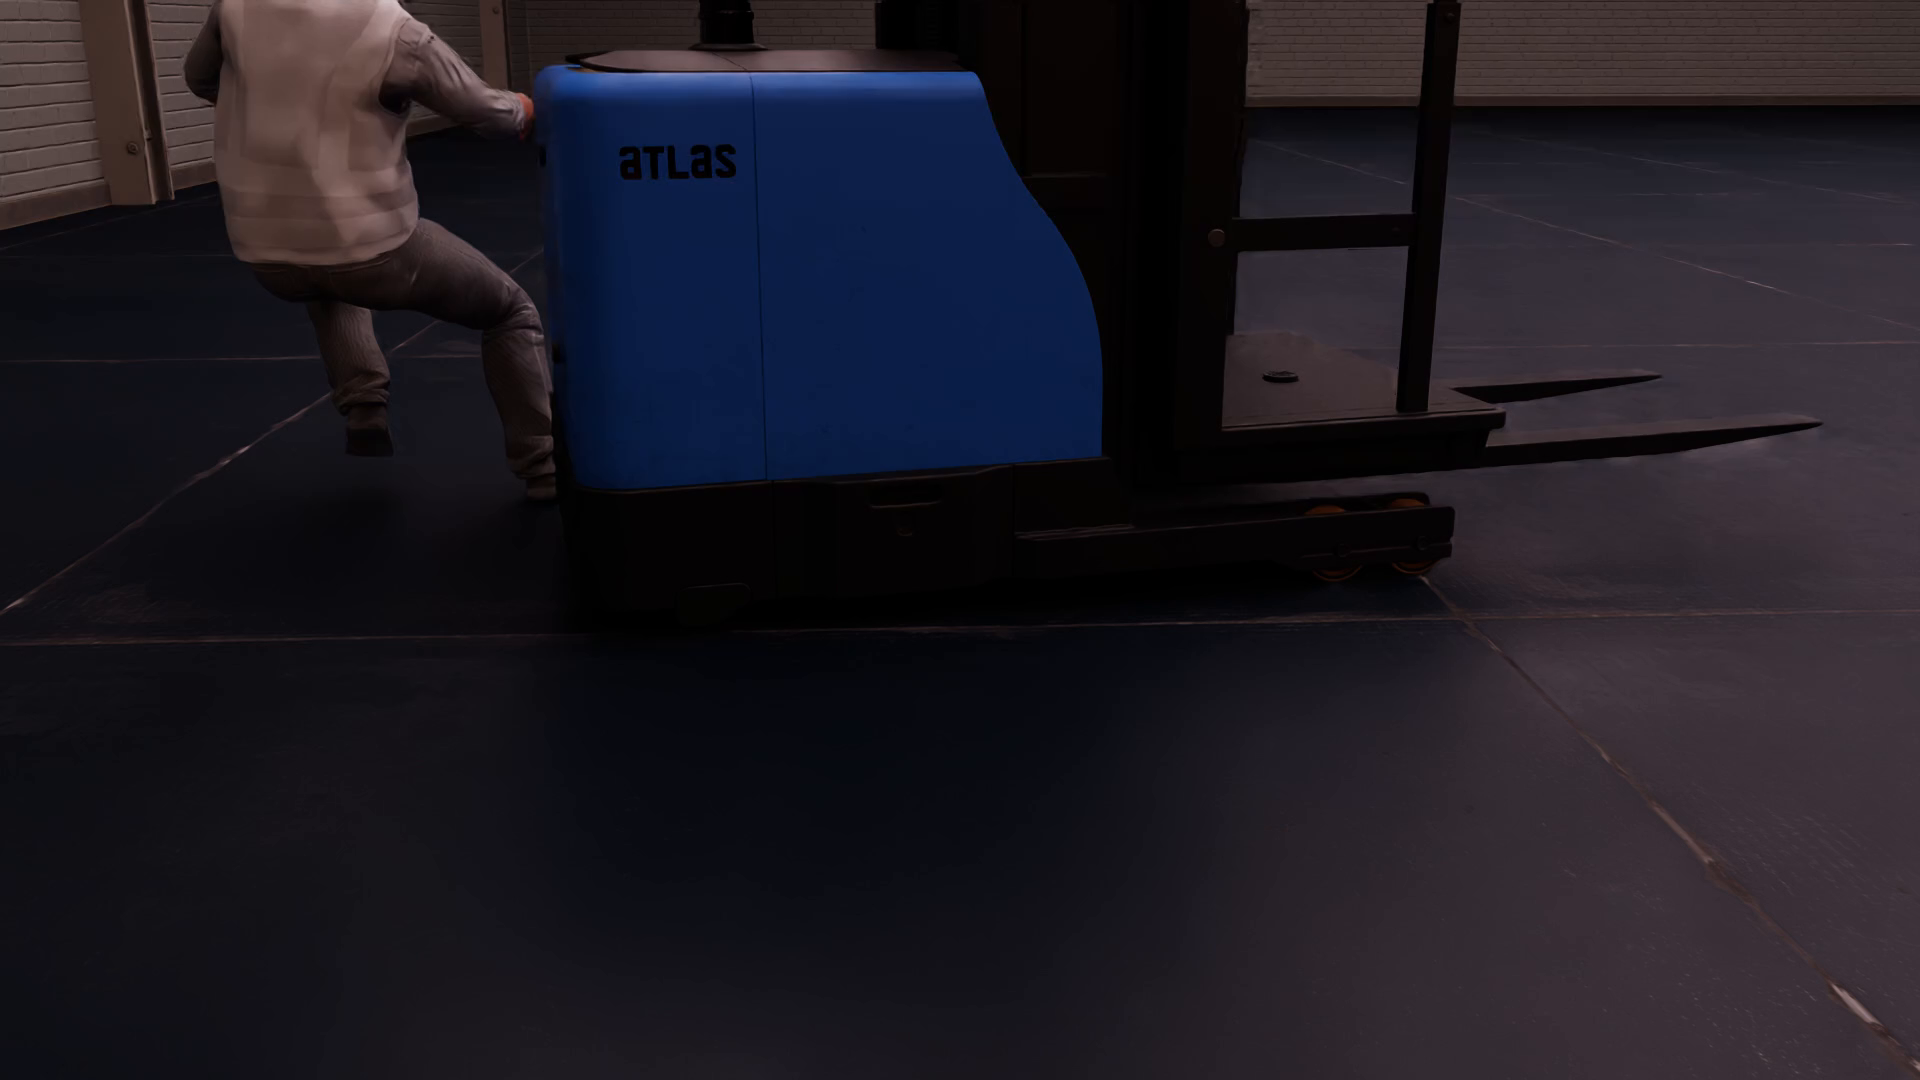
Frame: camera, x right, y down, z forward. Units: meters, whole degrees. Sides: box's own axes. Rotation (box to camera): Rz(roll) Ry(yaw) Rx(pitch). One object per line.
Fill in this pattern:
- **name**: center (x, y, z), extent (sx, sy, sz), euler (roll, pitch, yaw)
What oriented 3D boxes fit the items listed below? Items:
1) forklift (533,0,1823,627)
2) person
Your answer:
- **forklift**: center (0.588, -1.453, 3.659), extent (3.031, 2.935, 1.130), euler (-5, 18, -15)
- **person**: center (-1.395, -0.835, 4.066), extent (0.837, 1.569, 0.775), euler (2, 17, 7)
